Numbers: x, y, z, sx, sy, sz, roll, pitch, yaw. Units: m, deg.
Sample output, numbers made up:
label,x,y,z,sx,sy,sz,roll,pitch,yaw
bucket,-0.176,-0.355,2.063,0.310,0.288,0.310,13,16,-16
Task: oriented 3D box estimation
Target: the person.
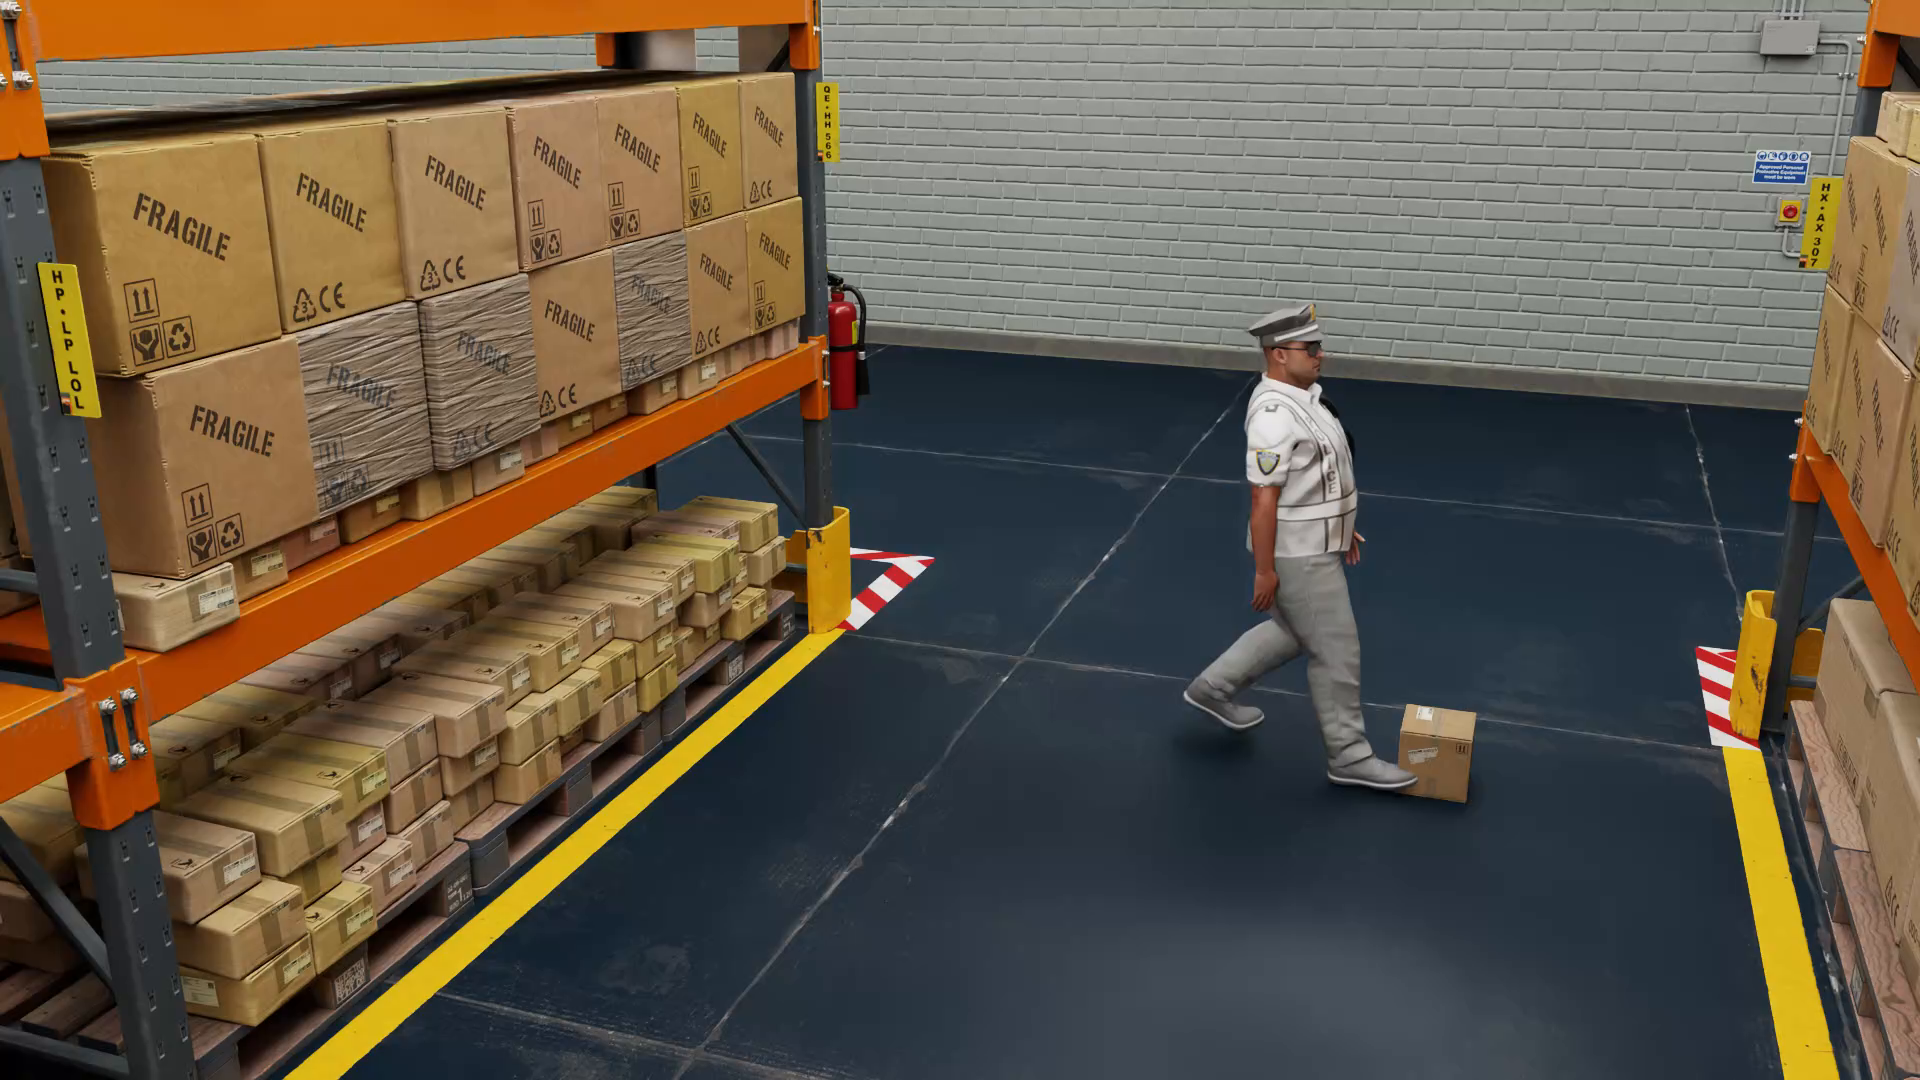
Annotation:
label,x,y,z,sx,sy,sz,roll,pitch,yaw
person,1.274,0.003,6.002,0.886,1.736,0.534,5,19,14
